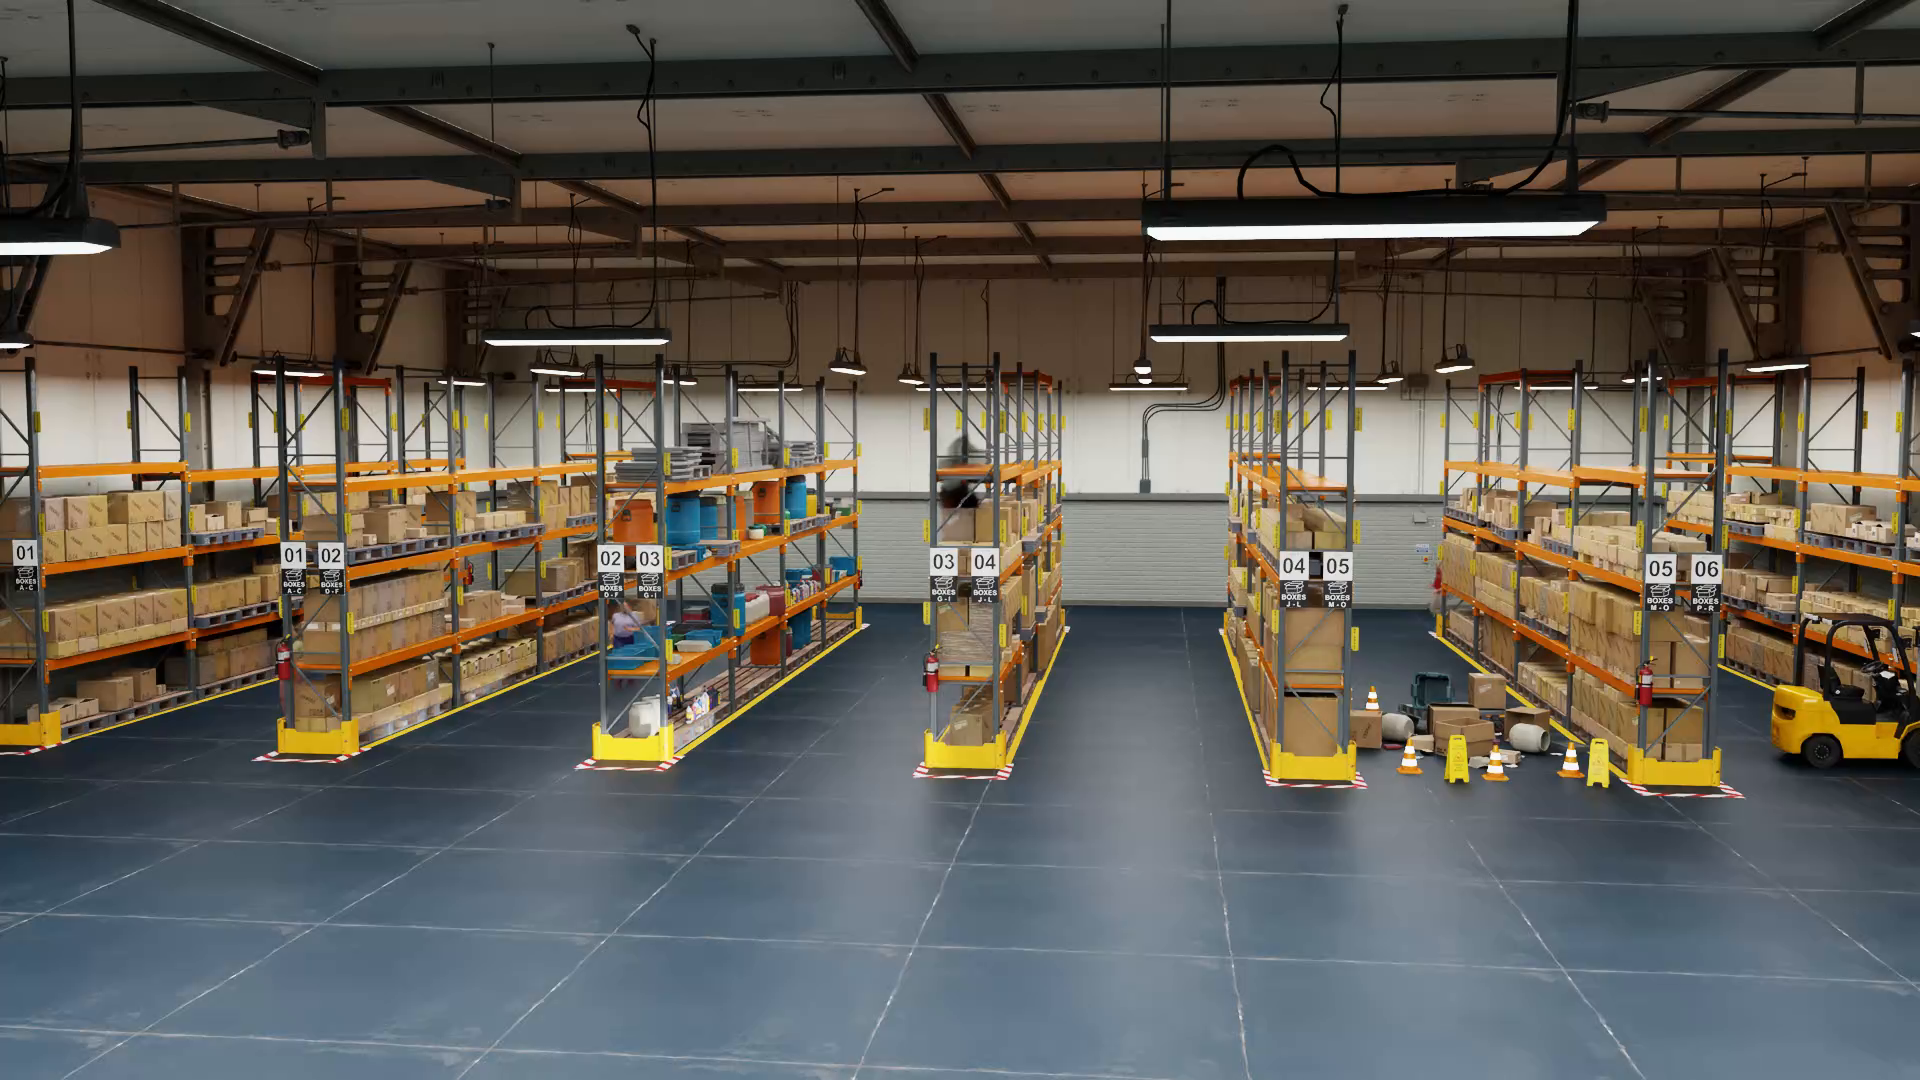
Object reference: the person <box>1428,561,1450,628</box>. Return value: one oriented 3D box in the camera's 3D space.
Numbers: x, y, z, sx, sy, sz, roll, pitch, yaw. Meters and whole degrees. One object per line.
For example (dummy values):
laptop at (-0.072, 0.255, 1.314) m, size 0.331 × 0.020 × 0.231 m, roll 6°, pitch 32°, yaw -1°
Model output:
person at (11.583, 1.335, 40.163) m, size 0.637 × 1.666 × 0.683 m, roll 2°, pitch 4°, yaw 25°

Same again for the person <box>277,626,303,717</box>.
person at (-11.077, 2.238, 27.578) m, size 0.589 × 1.624 × 0.802 m, roll 0°, pitch 4°, yaw 0°

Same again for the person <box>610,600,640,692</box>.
person at (-6.299, 1.972, 31.255) m, size 0.580 × 1.709 × 0.770 m, roll 0°, pitch 4°, yaw -7°
